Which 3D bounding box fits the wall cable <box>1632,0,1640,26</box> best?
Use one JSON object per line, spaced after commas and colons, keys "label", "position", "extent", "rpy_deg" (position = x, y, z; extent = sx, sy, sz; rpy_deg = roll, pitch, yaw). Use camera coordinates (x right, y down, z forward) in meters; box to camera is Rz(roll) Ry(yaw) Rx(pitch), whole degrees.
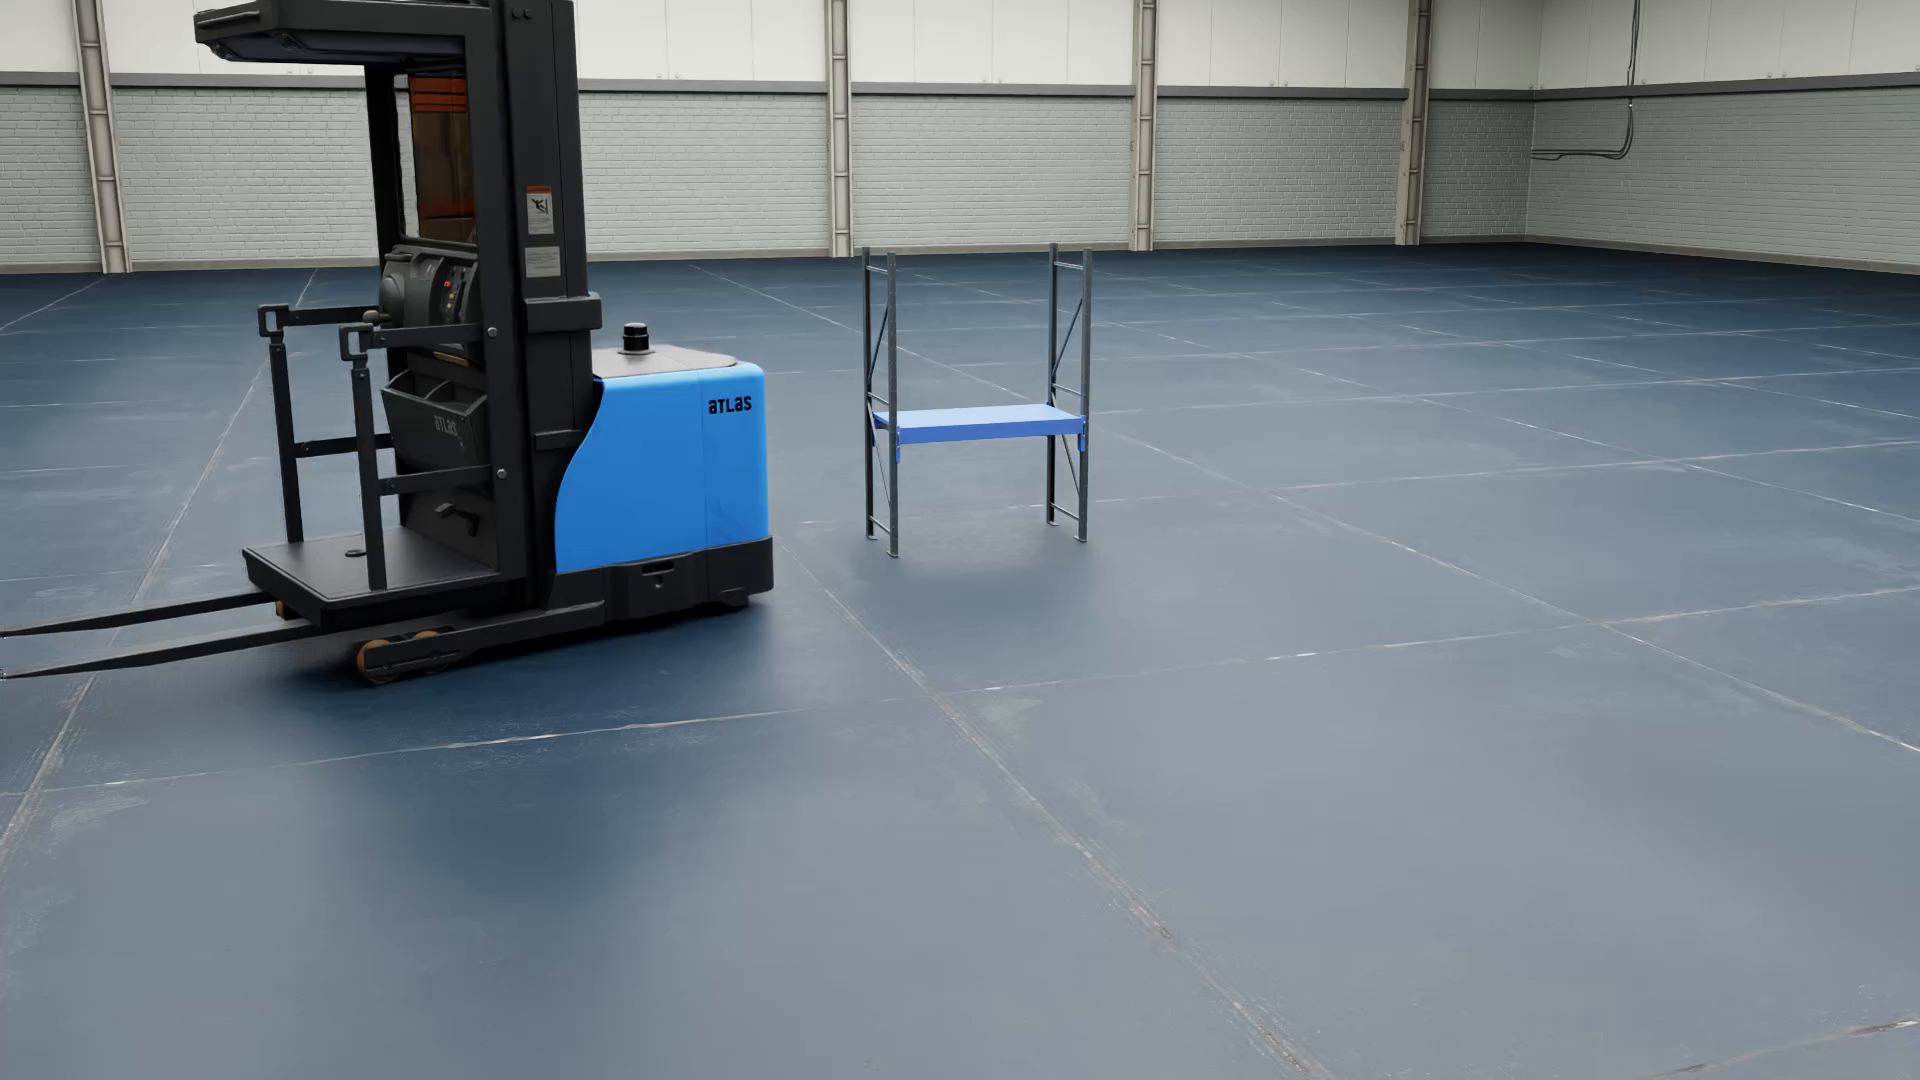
{"label": "wall cable", "position": [13.270, -10.740, 30.146], "extent": [0.112, 2.526, 3.097], "rpy_deg": [-4, 14, -18]}

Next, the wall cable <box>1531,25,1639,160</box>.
{"label": "wall cable", "position": [12.408, -8.877, 33.224], "extent": [0.112, 2.526, 3.097], "rpy_deg": [-4, 14, -18]}

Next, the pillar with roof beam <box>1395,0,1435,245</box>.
{"label": "pillar with roof beam", "position": [10.567, -9.516, 29.201], "extent": [0.400, 9.000, 9.100], "rpy_deg": [-4, 14, -18]}

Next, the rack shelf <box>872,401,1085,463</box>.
{"label": "rack shelf", "position": [0.081, -0.561, 8.537], "extent": [1.000, 0.185, 0.538], "rpy_deg": [-4, 14, -18]}

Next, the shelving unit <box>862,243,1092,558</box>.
{"label": "shelving unit", "position": [0.081, -0.736, 8.496], "extent": [1.048, 1.500, 0.538], "rpy_deg": [-4, 14, -18]}

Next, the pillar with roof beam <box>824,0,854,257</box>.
{"label": "pillar with roof beam", "position": [-0.807, -8.630, 25.478], "extent": [0.400, 9.000, 9.100], "rpy_deg": [-4, 14, -18]}

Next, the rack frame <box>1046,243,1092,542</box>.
{"label": "rack frame", "position": [0.563, -0.773, 8.653], "extent": [0.032, 1.500, 0.500], "rpy_deg": [-4, 14, -18]}

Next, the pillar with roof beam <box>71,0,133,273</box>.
{"label": "pillar with roof beam", "position": [-12.180, -7.744, 21.754], "extent": [0.400, 9.000, 9.100], "rpy_deg": [-4, 14, -18]}

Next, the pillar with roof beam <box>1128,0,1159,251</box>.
{"label": "pillar with roof beam", "position": [4.880, -9.073, 27.339], "extent": [0.400, 9.000, 9.100], "rpy_deg": [-4, 14, -18]}

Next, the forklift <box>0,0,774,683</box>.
{"label": "forklift", "position": [-2.303, -1.016, 6.580], "extent": [3.031, 2.935, 1.130], "rpy_deg": [-10, 17, -37]}

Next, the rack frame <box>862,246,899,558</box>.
{"label": "rack frame", "position": [-0.401, -0.698, 8.338], "extent": [0.032, 1.500, 0.500], "rpy_deg": [-4, 14, -18]}
